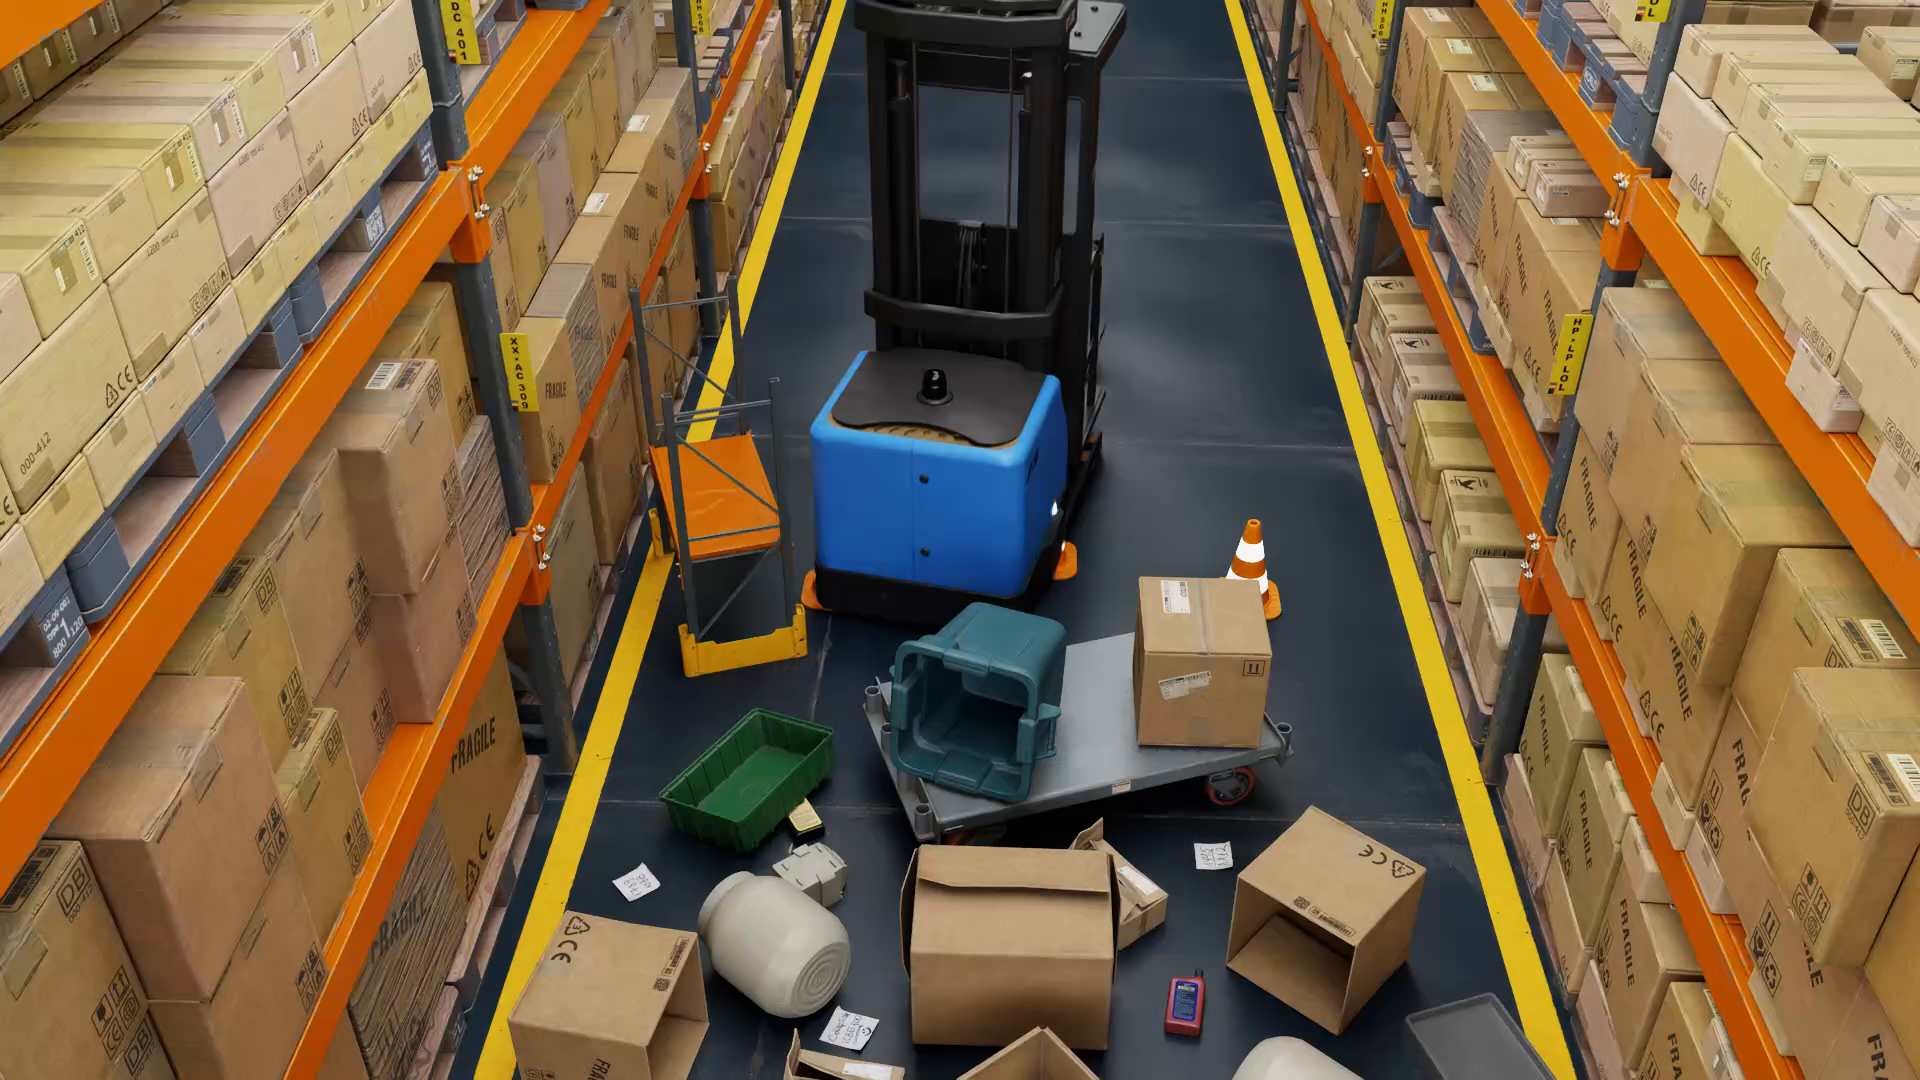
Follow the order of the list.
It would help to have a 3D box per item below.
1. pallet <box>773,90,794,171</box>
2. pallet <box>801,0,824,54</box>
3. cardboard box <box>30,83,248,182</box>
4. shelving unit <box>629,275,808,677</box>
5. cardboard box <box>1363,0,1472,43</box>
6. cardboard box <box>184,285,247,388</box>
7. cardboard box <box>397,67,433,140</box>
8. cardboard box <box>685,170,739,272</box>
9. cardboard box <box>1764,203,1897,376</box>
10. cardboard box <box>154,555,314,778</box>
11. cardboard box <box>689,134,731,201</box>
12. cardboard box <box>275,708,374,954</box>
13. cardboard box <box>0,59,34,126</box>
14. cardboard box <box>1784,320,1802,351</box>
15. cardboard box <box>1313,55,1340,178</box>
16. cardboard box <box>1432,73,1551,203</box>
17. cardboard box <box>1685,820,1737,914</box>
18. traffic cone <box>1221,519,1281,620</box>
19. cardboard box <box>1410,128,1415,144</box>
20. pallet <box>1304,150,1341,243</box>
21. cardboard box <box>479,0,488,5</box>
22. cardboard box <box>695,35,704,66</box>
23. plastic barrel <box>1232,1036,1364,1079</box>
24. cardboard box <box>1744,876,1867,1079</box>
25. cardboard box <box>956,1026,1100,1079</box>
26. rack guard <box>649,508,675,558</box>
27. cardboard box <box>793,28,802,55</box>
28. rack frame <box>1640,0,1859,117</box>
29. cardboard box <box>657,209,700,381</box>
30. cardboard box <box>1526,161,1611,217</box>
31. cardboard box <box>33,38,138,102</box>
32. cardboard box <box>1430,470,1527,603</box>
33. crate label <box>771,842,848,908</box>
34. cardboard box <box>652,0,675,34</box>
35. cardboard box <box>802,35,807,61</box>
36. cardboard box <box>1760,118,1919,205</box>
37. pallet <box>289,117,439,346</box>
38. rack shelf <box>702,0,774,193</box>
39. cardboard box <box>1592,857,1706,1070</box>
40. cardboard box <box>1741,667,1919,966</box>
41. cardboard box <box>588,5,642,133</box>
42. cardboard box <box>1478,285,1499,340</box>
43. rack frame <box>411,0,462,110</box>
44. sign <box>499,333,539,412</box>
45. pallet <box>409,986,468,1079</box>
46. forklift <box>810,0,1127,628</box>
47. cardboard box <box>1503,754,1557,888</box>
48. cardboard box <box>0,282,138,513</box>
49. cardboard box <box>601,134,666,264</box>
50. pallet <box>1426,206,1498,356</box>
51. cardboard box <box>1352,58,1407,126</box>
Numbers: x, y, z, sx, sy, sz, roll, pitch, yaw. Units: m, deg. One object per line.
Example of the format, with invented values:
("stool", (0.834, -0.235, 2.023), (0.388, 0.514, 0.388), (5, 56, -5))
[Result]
("pallet", (-1.890, -3.251, 13.137), (1.003, 0.211, 1.213), (1, 35, 2))
("pallet", (-1.822, -4.787, 15.324), (1.003, 0.211, 1.213), (1, 35, 2))
("cardboard box", (-1.929, -0.963, 3.922), (0.380, 0.149, 0.250), (1, 35, 1))
("shelving unit", (-1.156, -0.314, 7.839), (0.587, 1.500, 1.083), (-10, 36, -13))
("cardboard box", (2.688, -3.238, 9.737), (0.500, 0.500, 0.500), (0, 35, 1))
("cardboard box", (-1.937, -0.486, 3.936), (0.380, 0.149, 0.250), (1, 35, 2))
("cardboard box", (-1.877, -1.363, 5.184), (0.380, 0.149, 0.250), (1, 35, 2))
("cardboard box", (-1.738, -2.090, 10.870), (0.500, 0.500, 0.500), (0, 35, 0))
("cardboard box", (2.433, -0.643, 4.265), (0.500, 0.250, 0.500), (2, 35, 2))
("cardboard box", (-2.309, 0.396, 4.454), (0.875, 0.550, 0.500), (1, 35, 2))
("cardboard box", (-1.751, -2.387, 10.640), (0.500, 0.250, 0.500), (0, 35, 0))
("cardboard box", (-2.244, 0.839, 4.763), (0.875, 0.550, 0.500), (1, 35, 2))
("cardboard box", (-2.575, -1.119, 4.143), (0.380, 0.149, 0.250), (2, 35, 2))
("cardboard box", (2.473, -0.547, 4.475), (0.380, 0.149, 0.250), (0, 35, 0))
("cardboard box", (3.116, -3.208, 12.134), (0.875, 0.875, 0.875), (2, 35, 3))
("cardboard box", (2.651, -1.961, 8.166), (0.500, 0.500, 0.500), (2, 35, 3))
("cardboard box", (2.392, 0.970, 4.925), (0.380, 0.149, 0.250), (1, 35, 2))
("traffic cone", (1.419, 0.107, 8.141), (0.336, 0.463, 0.334), (1, 35, 2))
("cardboard box", (2.685, -2.209, 9.084), (0.380, 0.149, 0.250), (-1, 35, -1))
("pallet", (3.088, -2.494, 12.061), (1.003, 0.211, 1.213), (1, 35, 2))
("cardboard box", (-1.892, -2.170, 6.332), (0.250, 0.149, 0.380), (1, 35, 2))
("cardboard box", (-1.790, -3.016, 10.232), (0.380, 0.149, 0.250), (3, 35, 4))
("plastic barrel", (1.178, 1.944, 5.561), (0.512, 0.421, 0.421), (28, 44, 33))
("cardboard box", (2.403, 1.056, 4.239), (0.500, 0.500, 0.500), (1, 35, 2))
("cardboard box", (0.149, 2.066, 5.319), (0.797, 0.503, 0.637), (-24, 42, -30))
("rack guard", (-1.298, -0.078, 8.589), (0.587, 0.250, 0.087), (-10, 36, -13))
("cardboard box", (-1.526, -4.167, 13.871), (0.380, 0.149, 0.250), (3, 35, 4))
("rack frame", (2.768, -2.641, 4.627), (1.000, 3.000, 0.127), (1, 35, 2))
("cardboard box", (-2.135, -1.444, 9.733), (1.050, 0.750, 0.750), (1, 35, 1))
("cardboard box", (2.576, -1.453, 6.879), (0.380, 0.149, 0.250), (0, 35, 1))
("cardboard box", (-2.500, -1.178, 4.575), (0.500, 0.250, 0.500), (1, 35, 2))
("cardboard box", (2.812, 0.002, 8.004), (0.950, 0.372, 0.625), (3, 35, 5))
("crate label", (-0.608, 1.350, 6.656), (0.298, 0.136, 0.250), (-24, 42, -30))
("cardboard box", (-1.809, -3.117, 9.858), (0.380, 0.149, 0.250), (1, 35, 2))
("cardboard box", (-1.514, -4.199, 14.176), (0.380, 0.149, 0.250), (2, 35, 3))
("cardboard box", (2.391, -1.012, 4.443), (0.380, 0.149, 0.250), (1, 35, 2))
("pallet", (-2.225, -0.964, 4.927), (1.003, 0.211, 1.213), (1, 35, 2))
("rack shelf", (-1.941, -3.395, 11.544), (1.077, 0.370, 4.000), (1, 35, 2))
("cardboard box", (2.443, 1.398, 5.471), (0.500, 0.500, 0.500), (3, 35, 4))
("cardboard box", (2.356, 0.656, 3.939), (0.700, 0.500, 0.500), (1, 35, 1))
("cardboard box", (-2.068, -2.442, 8.606), (0.700, 0.500, 0.500), (1, 35, 1))
("cardboard box", (2.523, -1.004, 7.369), (0.380, 0.149, 0.250), (2, 35, 2))
("rack frame", (-2.182, -2.697, 4.707), (1.000, 3.000, 0.127), (1, 35, 2))
("sign", (-1.627, -0.617, 6.143), (0.100, 0.325, 0.005), (1, 35, 2))
("pallet", (-2.337, 2.036, 5.615), (1.003, 0.211, 1.213), (1, 35, 2))
("forklift", (0.173, -1.579, 8.394), (1.130, 2.935, 3.031), (9, 36, 12))
("cardboard box", (2.475, 1.100, 6.549), (0.500, 0.250, 0.500), (0, 35, 0))
("cardboard box", (-2.028, -0.298, 3.321), (0.500, 0.250, 0.500), (1, 35, 2))
("cardboard box", (-1.812, -1.743, 8.480), (0.500, 0.500, 0.500), (1, 35, 1))
("pallet", (2.890, -1.268, 8.058), (1.003, 0.211, 1.213), (1, 35, 2))
("cardboard box", (2.690, -2.720, 10.087), (0.500, 0.250, 0.500), (0, 35, 0))
